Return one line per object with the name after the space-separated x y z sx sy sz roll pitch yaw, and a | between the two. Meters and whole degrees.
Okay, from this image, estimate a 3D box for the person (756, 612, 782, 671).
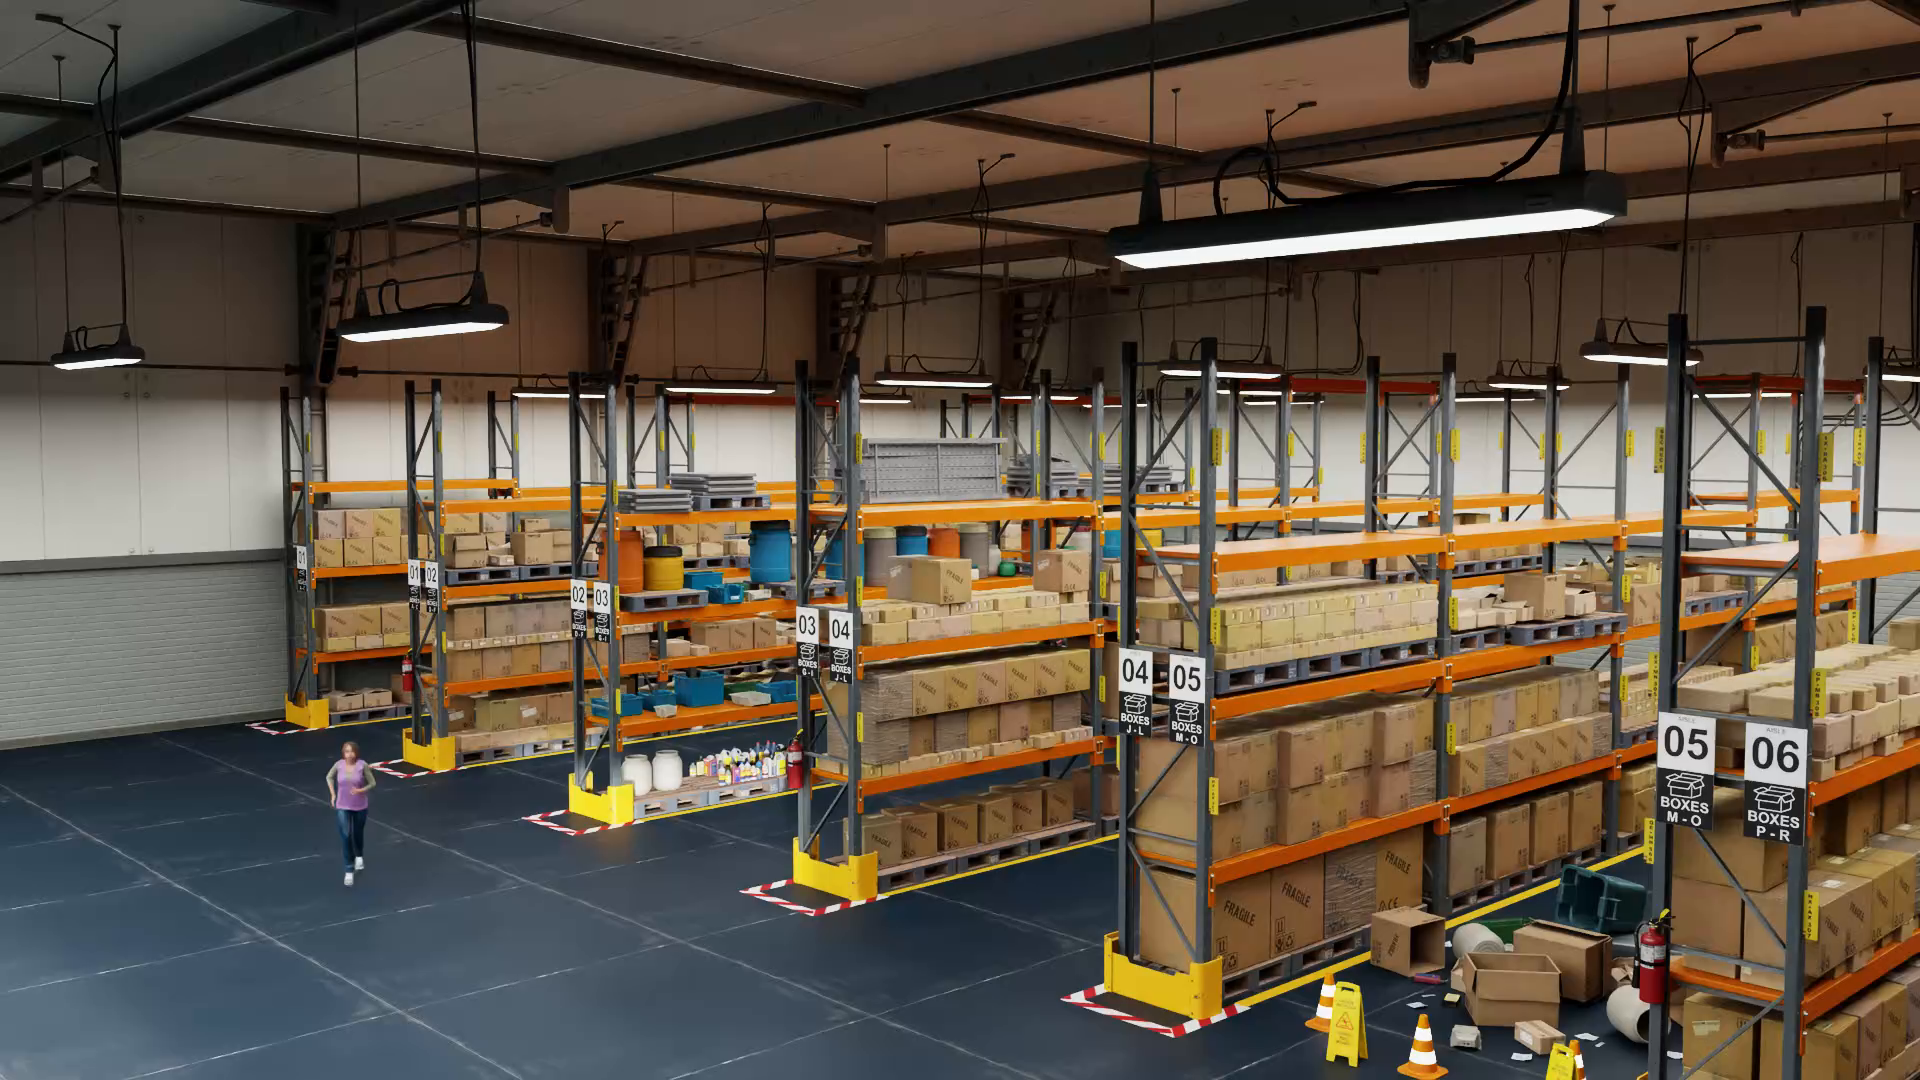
-3.786 2.201 33.010 0.723 1.732 0.978 3 4 35 | person

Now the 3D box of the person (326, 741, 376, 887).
-7.053 3.125 19.277 0.550 1.624 0.767 -1 4 -17 | person
